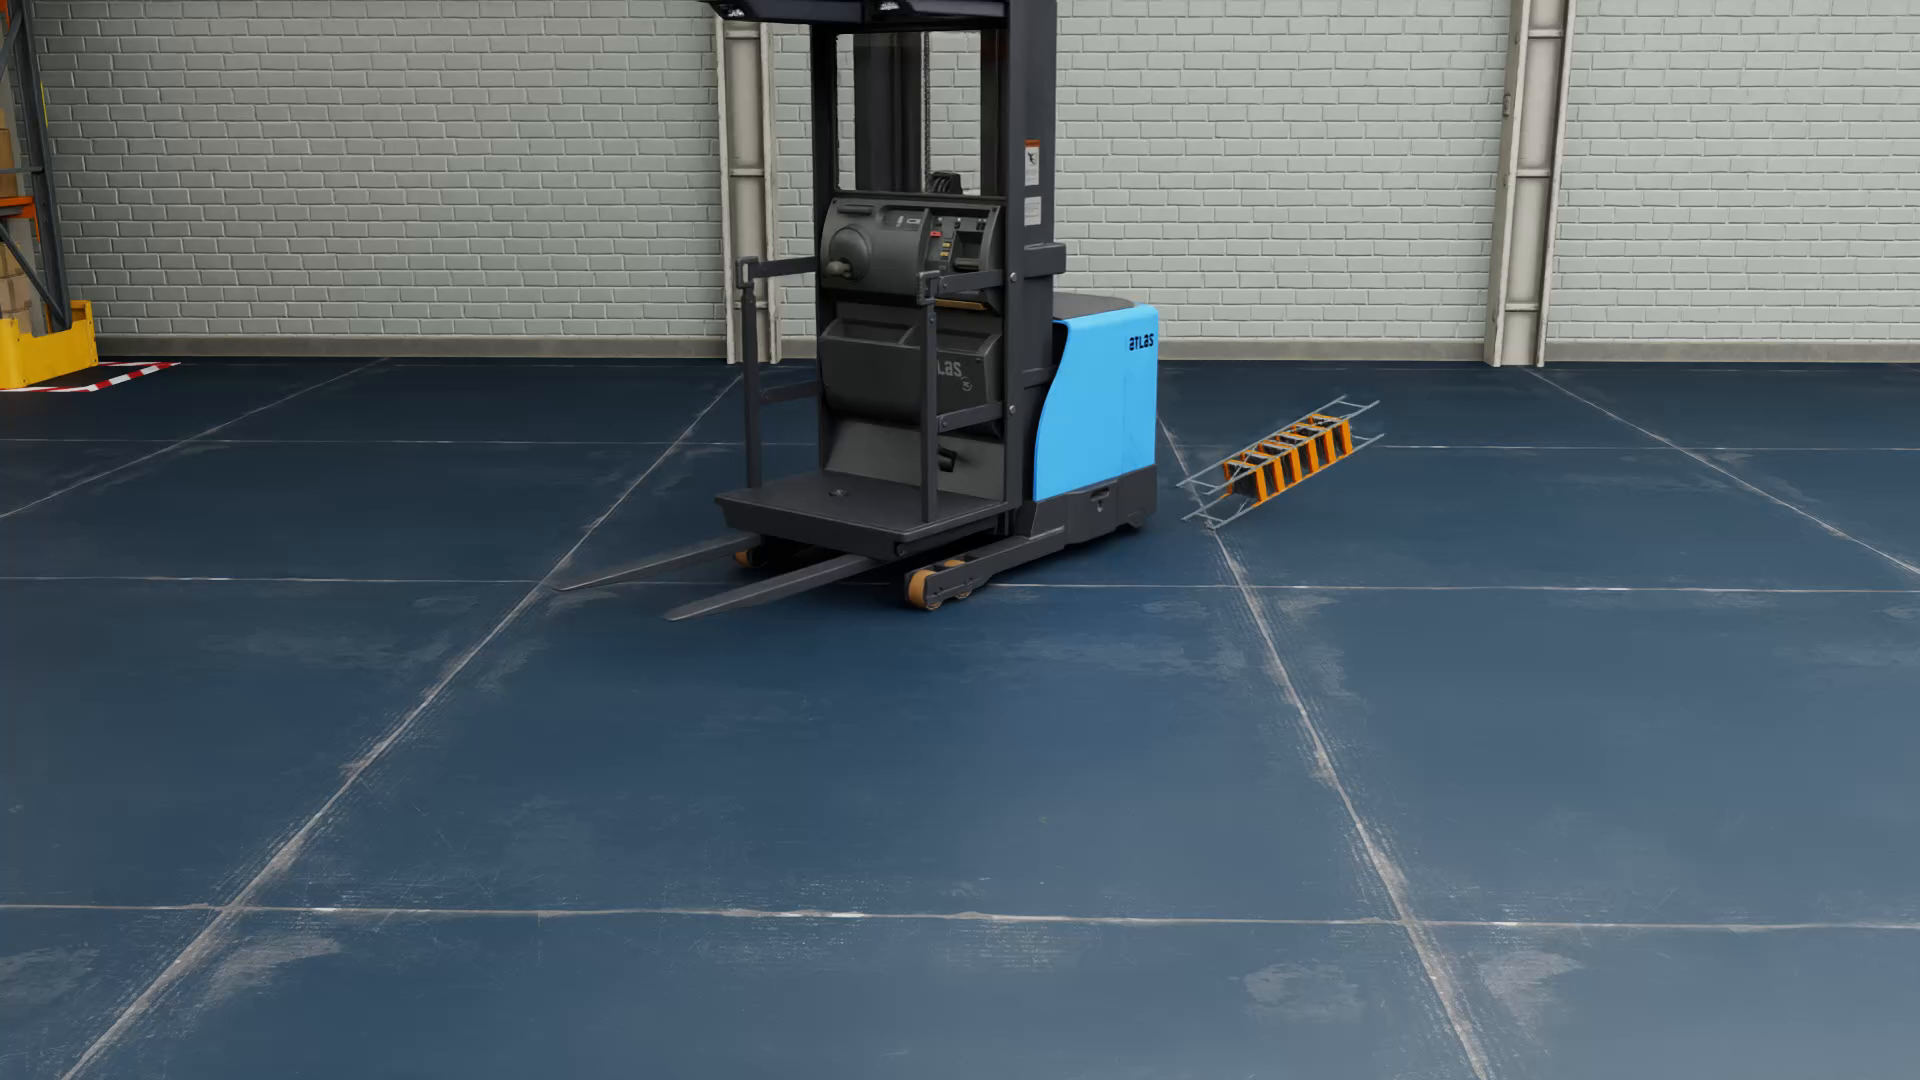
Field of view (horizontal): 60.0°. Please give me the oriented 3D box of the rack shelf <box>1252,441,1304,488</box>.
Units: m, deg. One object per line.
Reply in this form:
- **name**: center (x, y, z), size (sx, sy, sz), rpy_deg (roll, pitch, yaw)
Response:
- **rack shelf**: center (1.581, -0.384, 8.314), size (0.103, 0.180, 0.258), rpy_deg (-27, 26, -26)

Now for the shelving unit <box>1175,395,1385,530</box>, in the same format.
- **shelving unit**: center (1.616, -0.402, 8.334), size (1.200, 0.189, 0.258), rpy_deg (-27, 26, -26)

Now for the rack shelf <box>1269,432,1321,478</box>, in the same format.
- **rack shelf**: center (1.677, -0.433, 8.367), size (0.103, 0.180, 0.258), rpy_deg (-27, 26, -26)

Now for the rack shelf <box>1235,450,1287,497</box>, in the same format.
- **rack shelf**: center (1.485, -0.335, 8.261), size (0.103, 0.180, 0.258), rpy_deg (-27, 26, -26)

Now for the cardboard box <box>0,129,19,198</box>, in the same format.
- **cardboard box**: center (-7.450, -2.809, 12.411), size (0.500, 0.500, 0.500), rpy_deg (1, 15, 3)

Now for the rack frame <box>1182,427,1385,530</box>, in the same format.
- **rack frame**: center (1.638, -0.321, 8.370), size (1.200, 0.006, 0.240), rpy_deg (-27, 26, -26)

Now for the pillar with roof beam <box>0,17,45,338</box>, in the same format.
- **pillar with roof beam**: center (-7.745, -4.724, 8.105), size (0.400, 9.000, 9.100), rpy_deg (0, 15, 1)

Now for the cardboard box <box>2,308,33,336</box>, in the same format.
- **cardboard box**: center (-7.448, -1.613, 12.642), size (0.500, 0.250, 0.500), rpy_deg (0, 15, 2)

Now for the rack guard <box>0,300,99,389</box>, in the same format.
- **rack guard**: center (-6.938, -1.478, 12.462), size (0.348, 0.500, 1.175), rpy_deg (0, 15, 1)

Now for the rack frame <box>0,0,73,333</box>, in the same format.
- **rack frame**: center (-6.962, -2.687, 12.143), size (0.127, 3.000, 1.000), rpy_deg (0, 15, 1)

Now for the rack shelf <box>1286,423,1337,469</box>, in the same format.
- **rack shelf**: center (1.773, -0.482, 8.420), size (0.103, 0.180, 0.258), rpy_deg (-27, 26, -26)

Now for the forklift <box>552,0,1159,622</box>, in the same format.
- **forklift**: center (-0.350, -1.273, 6.921), size (1.130, 2.935, 3.031), rpy_deg (11, 19, 37)

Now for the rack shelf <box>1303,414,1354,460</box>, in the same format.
- **rack shelf**: center (1.868, -0.532, 8.473), size (0.103, 0.180, 0.258), rpy_deg (-27, 26, -26)

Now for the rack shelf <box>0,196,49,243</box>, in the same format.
- **rack shelf**: center (-8.961, -2.352, 12.285), size (4.000, 0.370, 1.077), rpy_deg (0, 15, 1)

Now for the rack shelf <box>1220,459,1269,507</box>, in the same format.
- **rack shelf**: center (1.389, -0.286, 8.208), size (0.103, 0.180, 0.258), rpy_deg (-27, 26, -26)

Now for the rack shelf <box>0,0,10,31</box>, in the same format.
- **rack shelf**: center (-8.961, -3.802, 11.902), size (4.000, 0.370, 1.077), rpy_deg (0, 15, 1)

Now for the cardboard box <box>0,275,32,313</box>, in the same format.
- **cardboard box**: center (-7.427, -1.858, 12.589), size (0.500, 0.250, 0.500), rpy_deg (1, 15, 2)

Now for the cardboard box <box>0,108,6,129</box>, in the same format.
- **cardboard box**: center (-7.295, -3.117, 12.307), size (0.250, 0.149, 0.380), rpy_deg (0, 15, 0)

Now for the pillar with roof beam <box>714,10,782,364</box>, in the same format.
- **pillar with roof beam**: center (-1.747, -4.685, 7.957), size (0.400, 9.000, 9.100), rpy_deg (0, 15, 1)

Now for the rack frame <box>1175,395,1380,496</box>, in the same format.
- **rack frame**: center (1.595, -0.484, 8.297), size (1.200, 0.006, 0.240), rpy_deg (-27, 26, -26)

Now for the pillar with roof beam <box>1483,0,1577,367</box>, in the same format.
- **pillar with roof beam**: center (4.251, -4.646, 7.809), size (0.400, 9.000, 9.100), rpy_deg (0, 15, 1)

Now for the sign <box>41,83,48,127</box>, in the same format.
- **sign**: center (-6.942, -3.285, 12.559), size (0.005, 0.325, 0.100), rpy_deg (0, 15, 1)

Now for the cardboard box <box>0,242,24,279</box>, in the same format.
- **cardboard box**: center (-7.438, -2.095, 12.508), size (0.500, 0.250, 0.500), rpy_deg (0, 15, 1)
